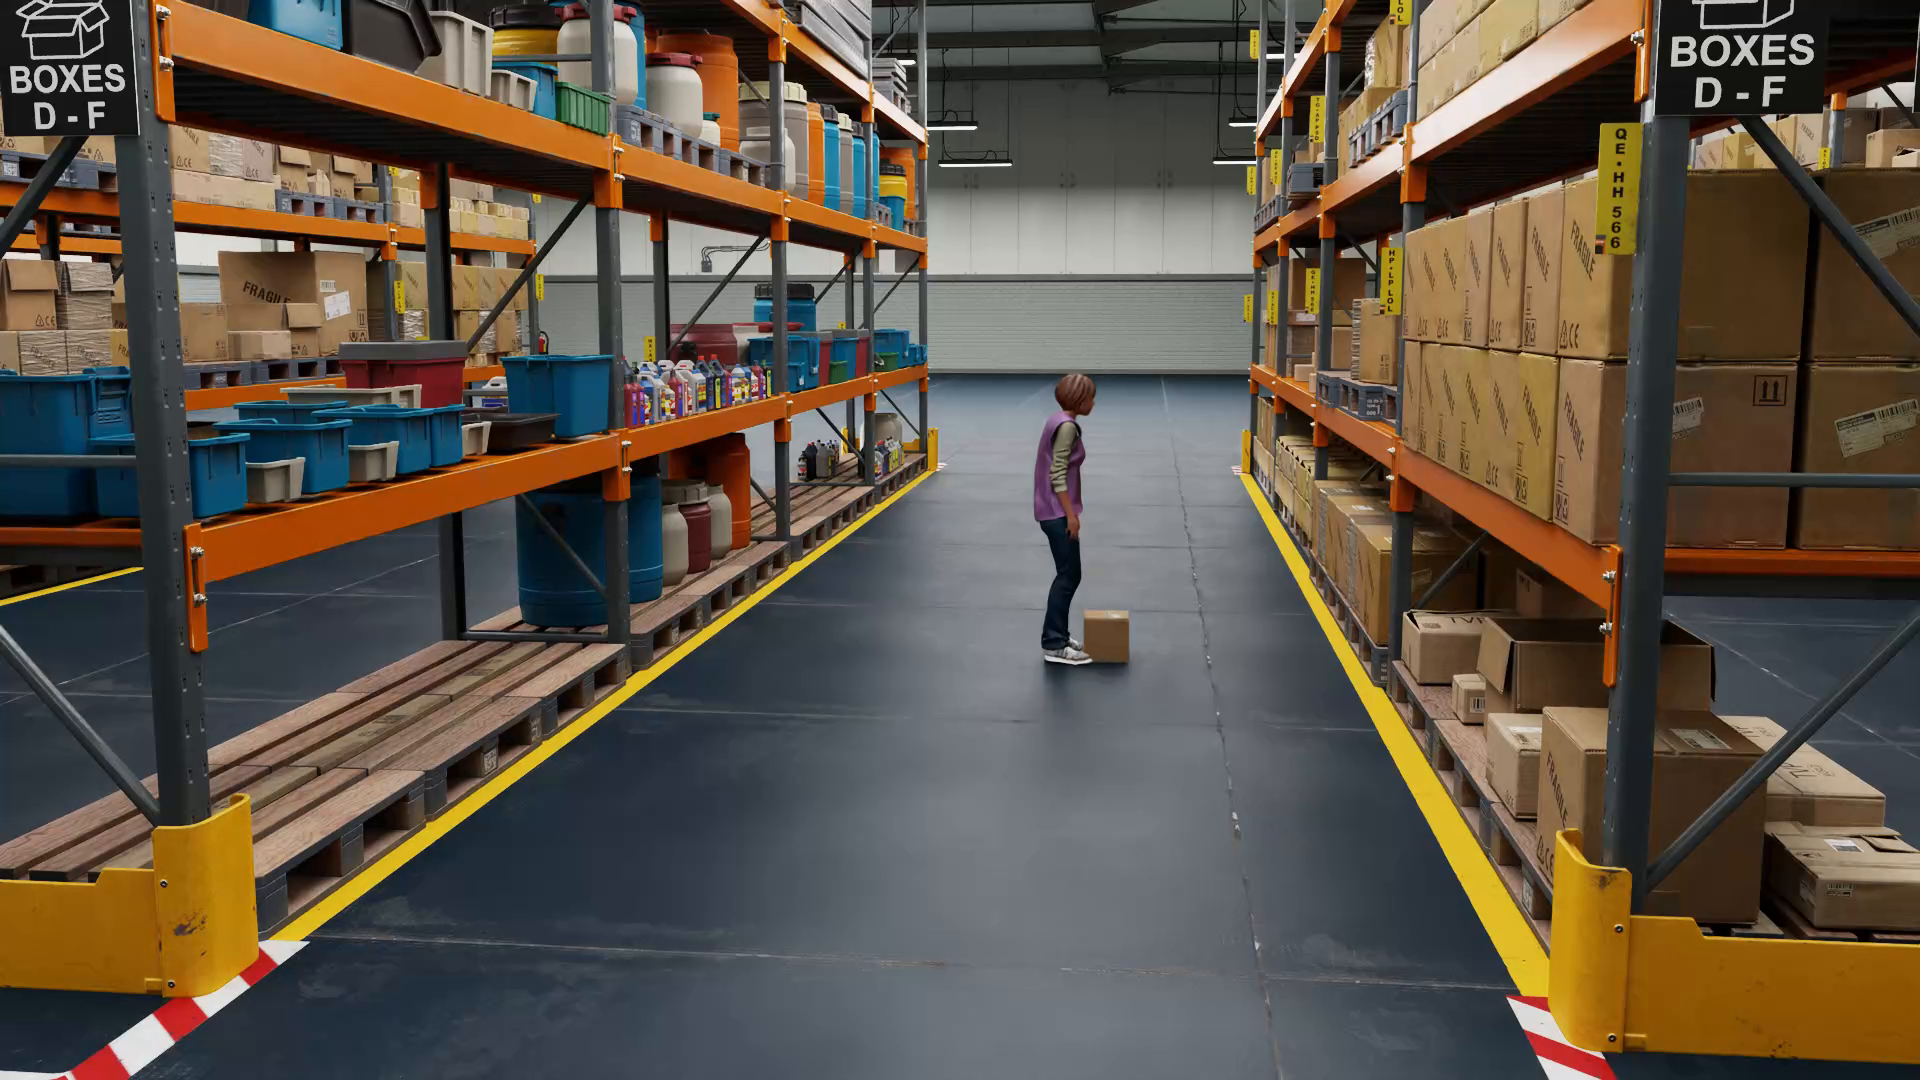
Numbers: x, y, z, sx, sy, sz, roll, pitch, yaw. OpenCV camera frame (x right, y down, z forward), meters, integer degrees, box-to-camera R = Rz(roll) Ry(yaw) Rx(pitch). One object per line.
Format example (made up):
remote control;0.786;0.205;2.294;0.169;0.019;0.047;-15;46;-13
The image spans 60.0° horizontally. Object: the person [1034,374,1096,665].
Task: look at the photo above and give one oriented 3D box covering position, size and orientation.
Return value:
person;0.579;-0.126;9.262;0.339;1.593;0.462;1;8;4
